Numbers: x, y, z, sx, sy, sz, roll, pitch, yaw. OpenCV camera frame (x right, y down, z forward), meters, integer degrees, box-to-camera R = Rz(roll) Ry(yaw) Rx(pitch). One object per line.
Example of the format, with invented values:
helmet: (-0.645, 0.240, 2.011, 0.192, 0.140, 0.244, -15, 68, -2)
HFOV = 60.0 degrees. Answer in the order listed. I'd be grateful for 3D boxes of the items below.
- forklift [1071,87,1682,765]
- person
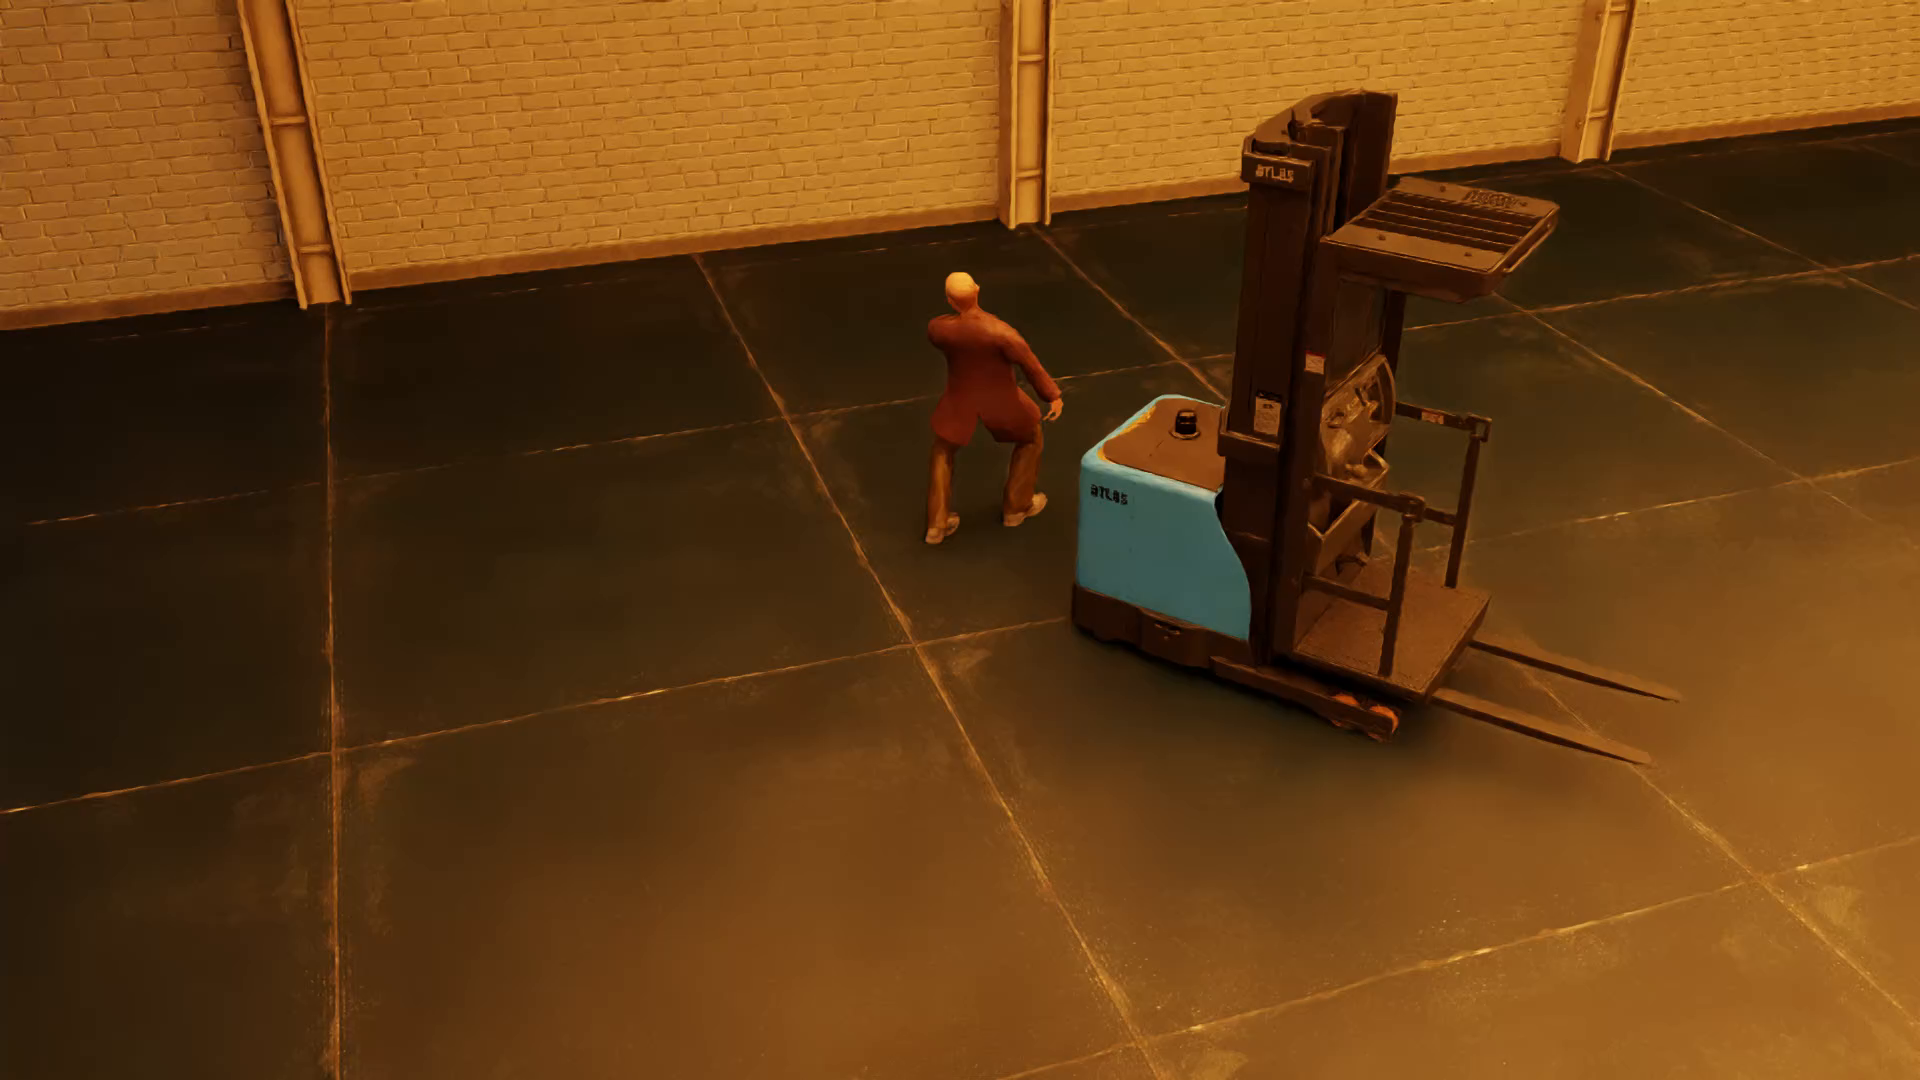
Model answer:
forklift: (2.129, -0.578, 8.092, 3.031, 2.935, 1.130, 18, 34, 28)
person: (0.213, -0.846, 9.839, 0.804, 1.654, 0.927, 5, 30, 8)
